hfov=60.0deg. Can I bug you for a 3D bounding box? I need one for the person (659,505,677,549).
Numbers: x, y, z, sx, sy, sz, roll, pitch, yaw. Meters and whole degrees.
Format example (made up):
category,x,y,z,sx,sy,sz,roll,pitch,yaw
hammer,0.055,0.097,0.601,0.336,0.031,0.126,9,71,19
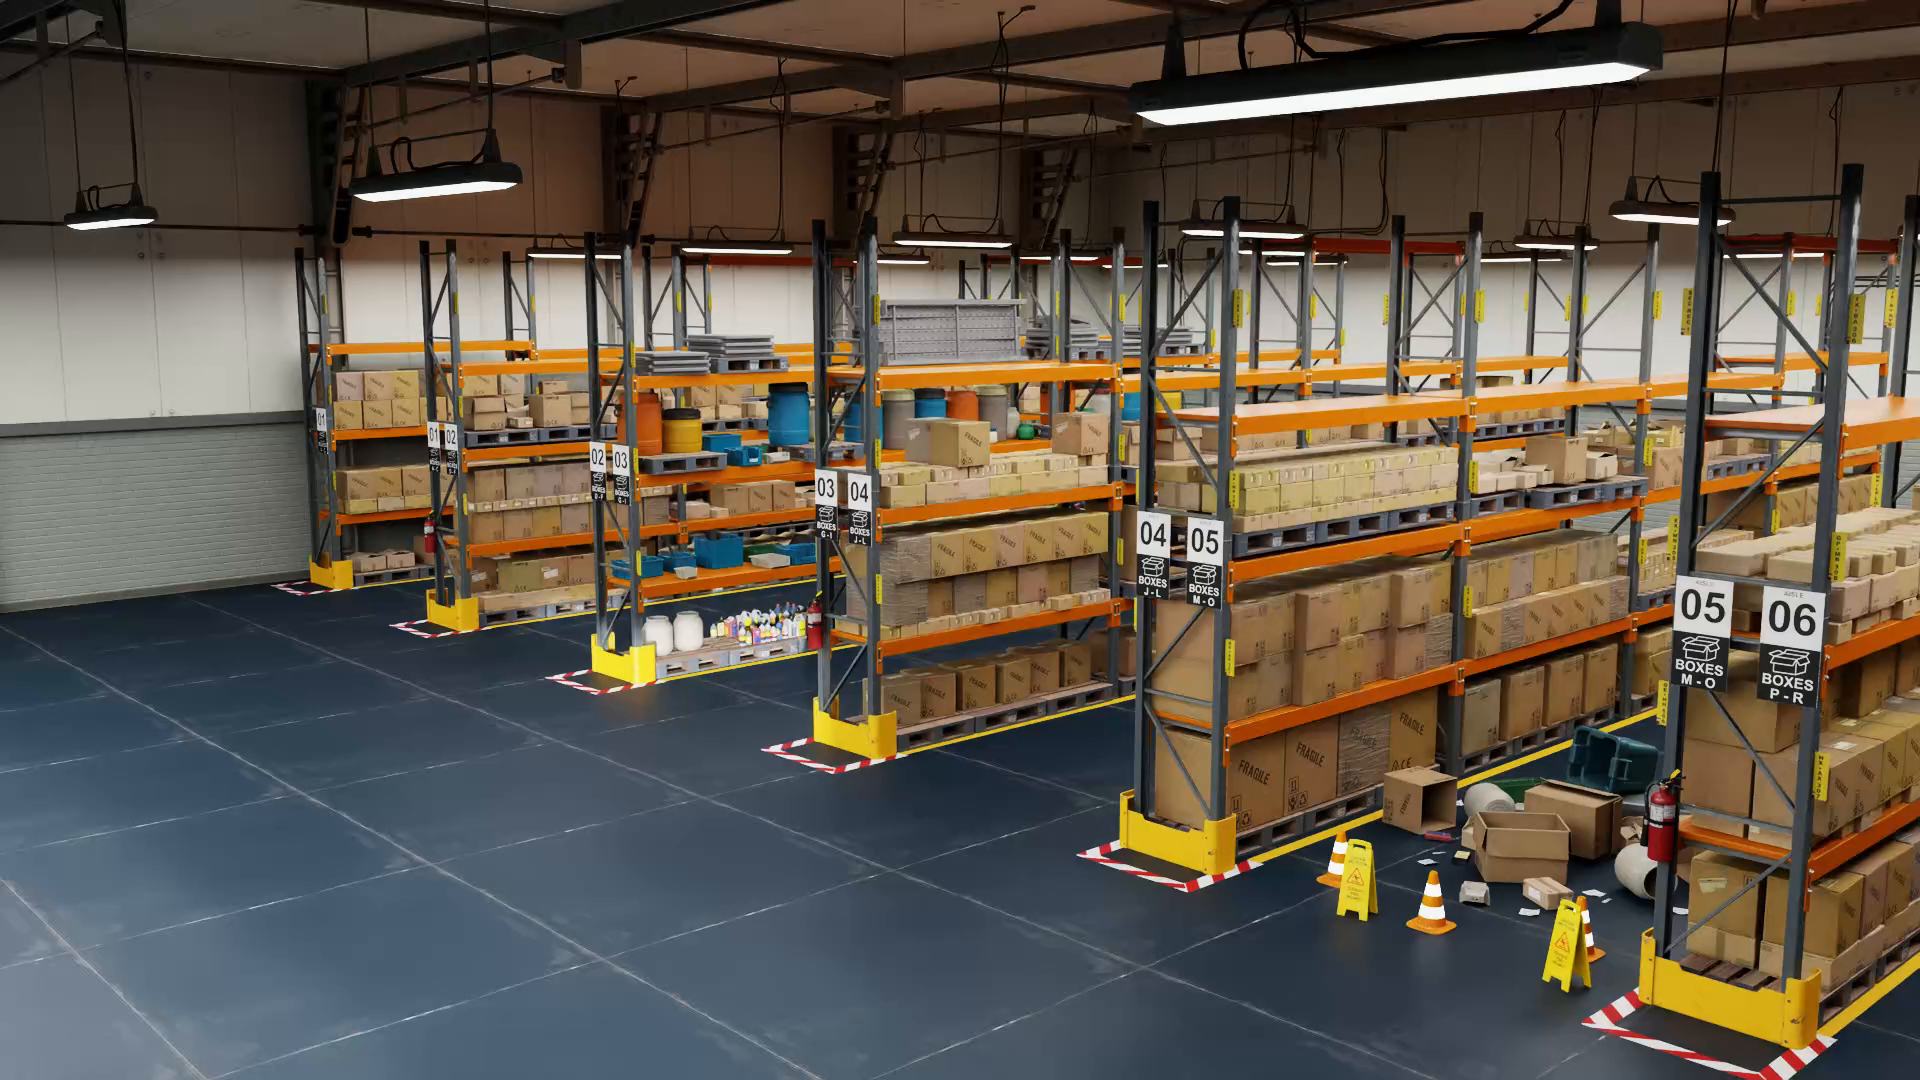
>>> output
category,x,y,z,sx,sy,sz,roll,pitch,yaw
person,-5.356,-0.111,30.685,0.574,1.608,0.731,7,11,38
